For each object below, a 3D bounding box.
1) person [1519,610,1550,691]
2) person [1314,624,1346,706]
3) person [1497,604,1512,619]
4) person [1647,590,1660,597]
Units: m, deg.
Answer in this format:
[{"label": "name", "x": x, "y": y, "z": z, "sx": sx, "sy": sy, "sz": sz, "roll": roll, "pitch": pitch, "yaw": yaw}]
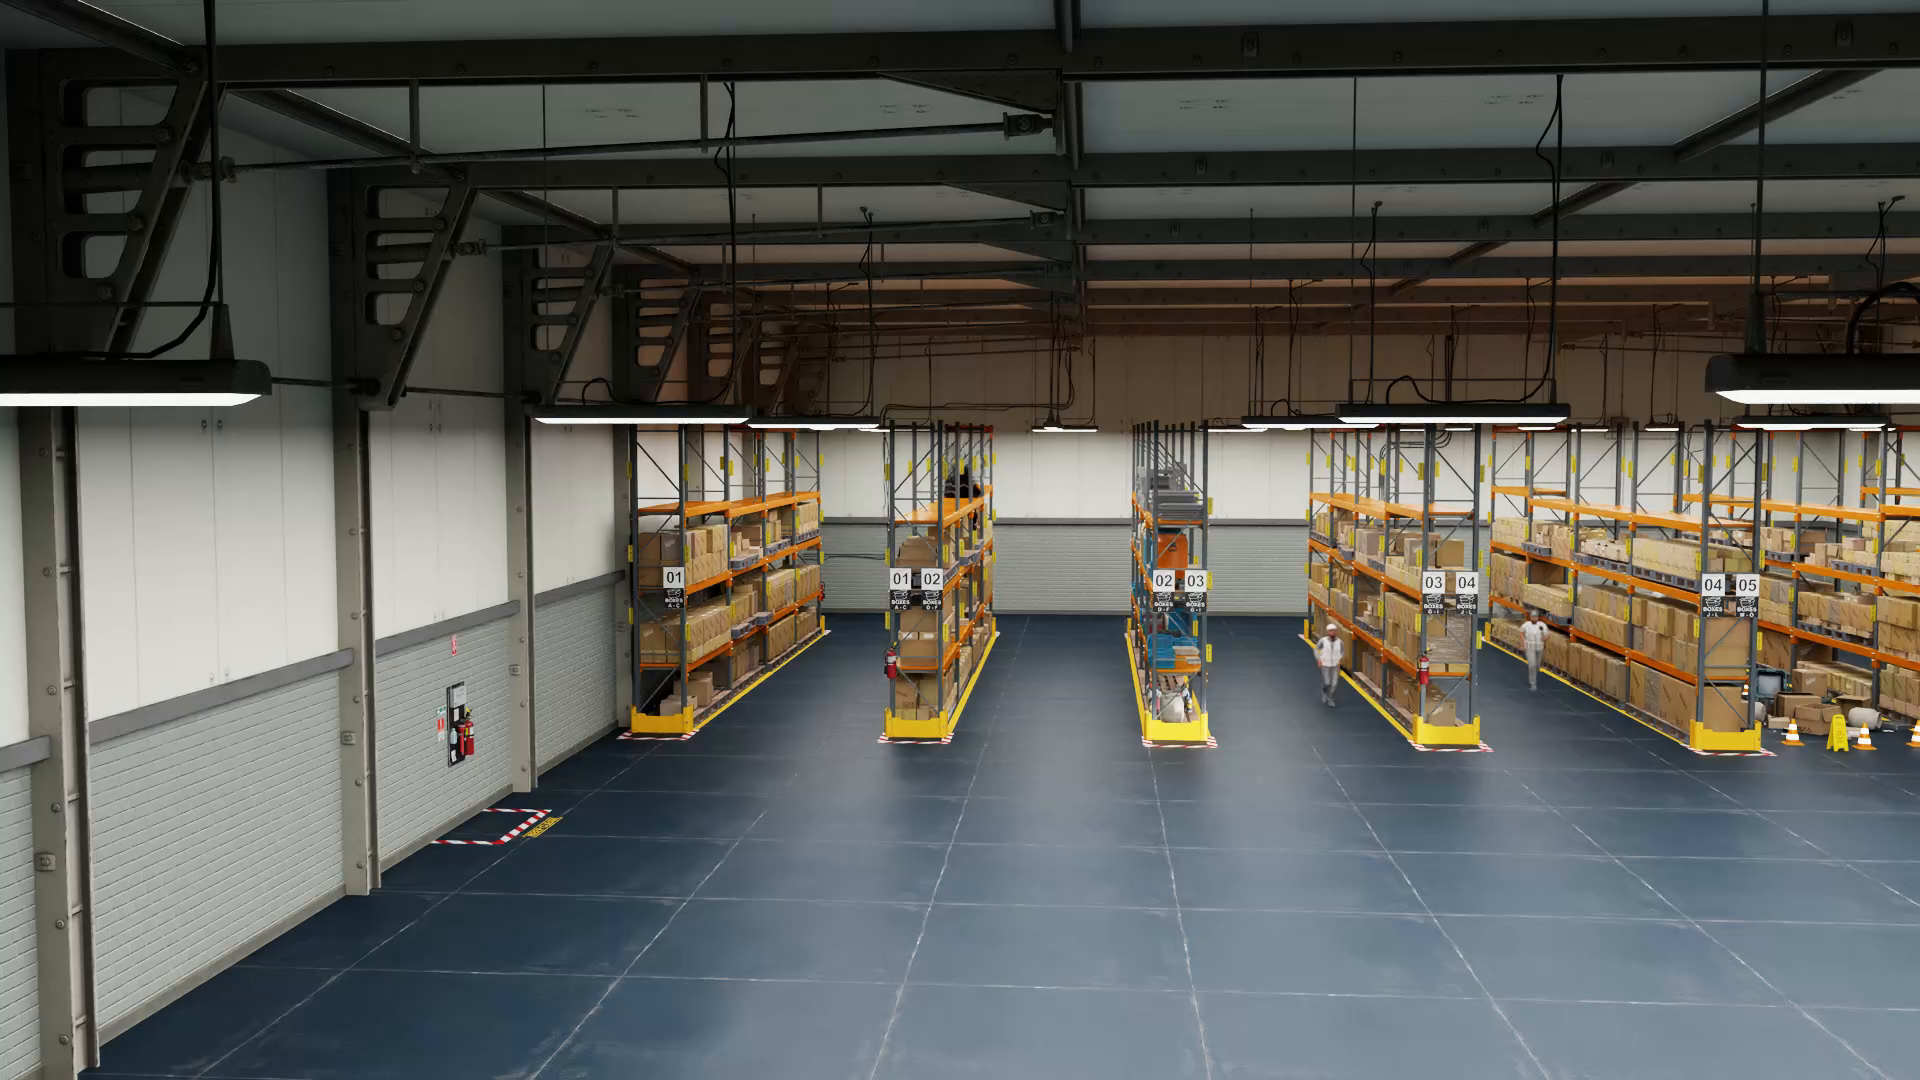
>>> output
[{"label": "person", "x": 12.975, "y": 2.467, "z": 37.525, "sx": 0.647, "sy": 1.798, "sz": 0.891, "roll": 1, "pitch": 4, "yaw": 8}, {"label": "person", "x": 7.814, "y": 2.637, "z": 35.067, "sx": 0.666, "sy": 1.735, "sz": 0.515, "roll": 0, "pitch": 4, "yaw": 3}, {"label": "person", "x": 15.643, "y": 1.913, "z": 47.492, "sx": 0.546, "sy": 1.669, "sz": 0.579, "roll": -1, "pitch": 4, "yaw": -10}, {"label": "person", "x": 19.742, "y": 1.932, "z": 47.258, "sx": 0.626, "sy": 1.613, "sz": 0.689, "roll": 1, "pitch": 4, "yaw": 11}]
